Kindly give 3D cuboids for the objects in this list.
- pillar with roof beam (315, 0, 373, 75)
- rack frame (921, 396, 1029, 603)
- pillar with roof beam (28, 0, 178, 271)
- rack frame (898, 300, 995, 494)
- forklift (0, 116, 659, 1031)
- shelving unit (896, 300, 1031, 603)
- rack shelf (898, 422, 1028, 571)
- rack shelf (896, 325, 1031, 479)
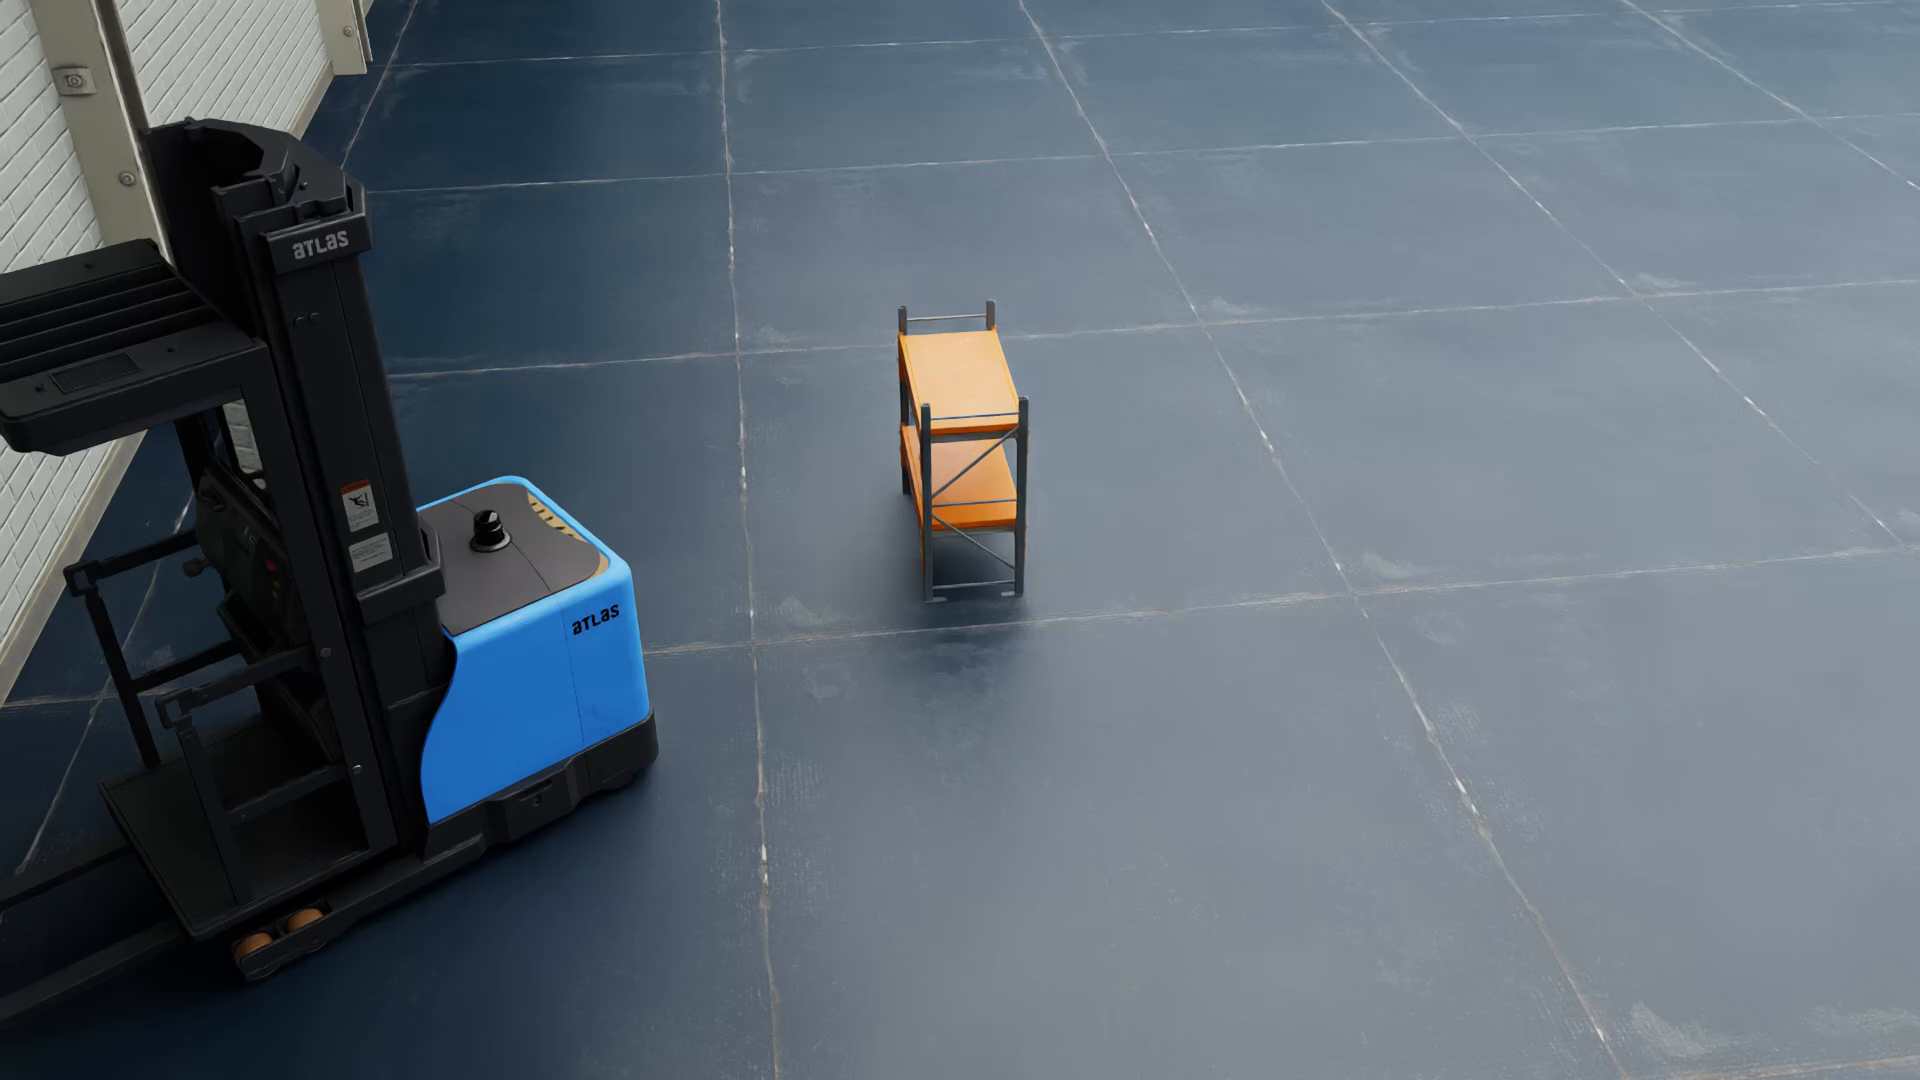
[{"bbox_3d":[-1.225,-8.313,12.957,9.100,9.000,0.400,-4,35,-6],"label":"pillar with roof beam"},{"bbox_3d":[0.069,-0.177,8.011,0.500,1.125,0.032,-4,35,-6],"label":"rack frame"},{"bbox_3d":[-0.418,-4.964,8.044,9.100,9.000,0.400,-4,35,-6],"label":"pillar with roof beam"},{"bbox_3d":[-0.067,-0.745,8.844,0.500,1.125,0.032,-4,35,-6],"label":"rack frame"},{"bbox_3d":[-2.764,0.114,5.980,3.031,2.935,1.130,-26,42,-32],"label":"forklift"},{"bbox_3d":[0.001,-0.461,8.428,0.538,1.125,1.048,-4,35,-6],"label":"shelving unit"},{"bbox_3d":[0.001,-0.259,8.565,0.538,0.278,1.000,-4,35,-6],"label":"rack shelf"},{"bbox_3d":[0.001,-0.703,8.263,0.538,0.278,1.000,-4,35,-6],"label":"rack shelf"}]
